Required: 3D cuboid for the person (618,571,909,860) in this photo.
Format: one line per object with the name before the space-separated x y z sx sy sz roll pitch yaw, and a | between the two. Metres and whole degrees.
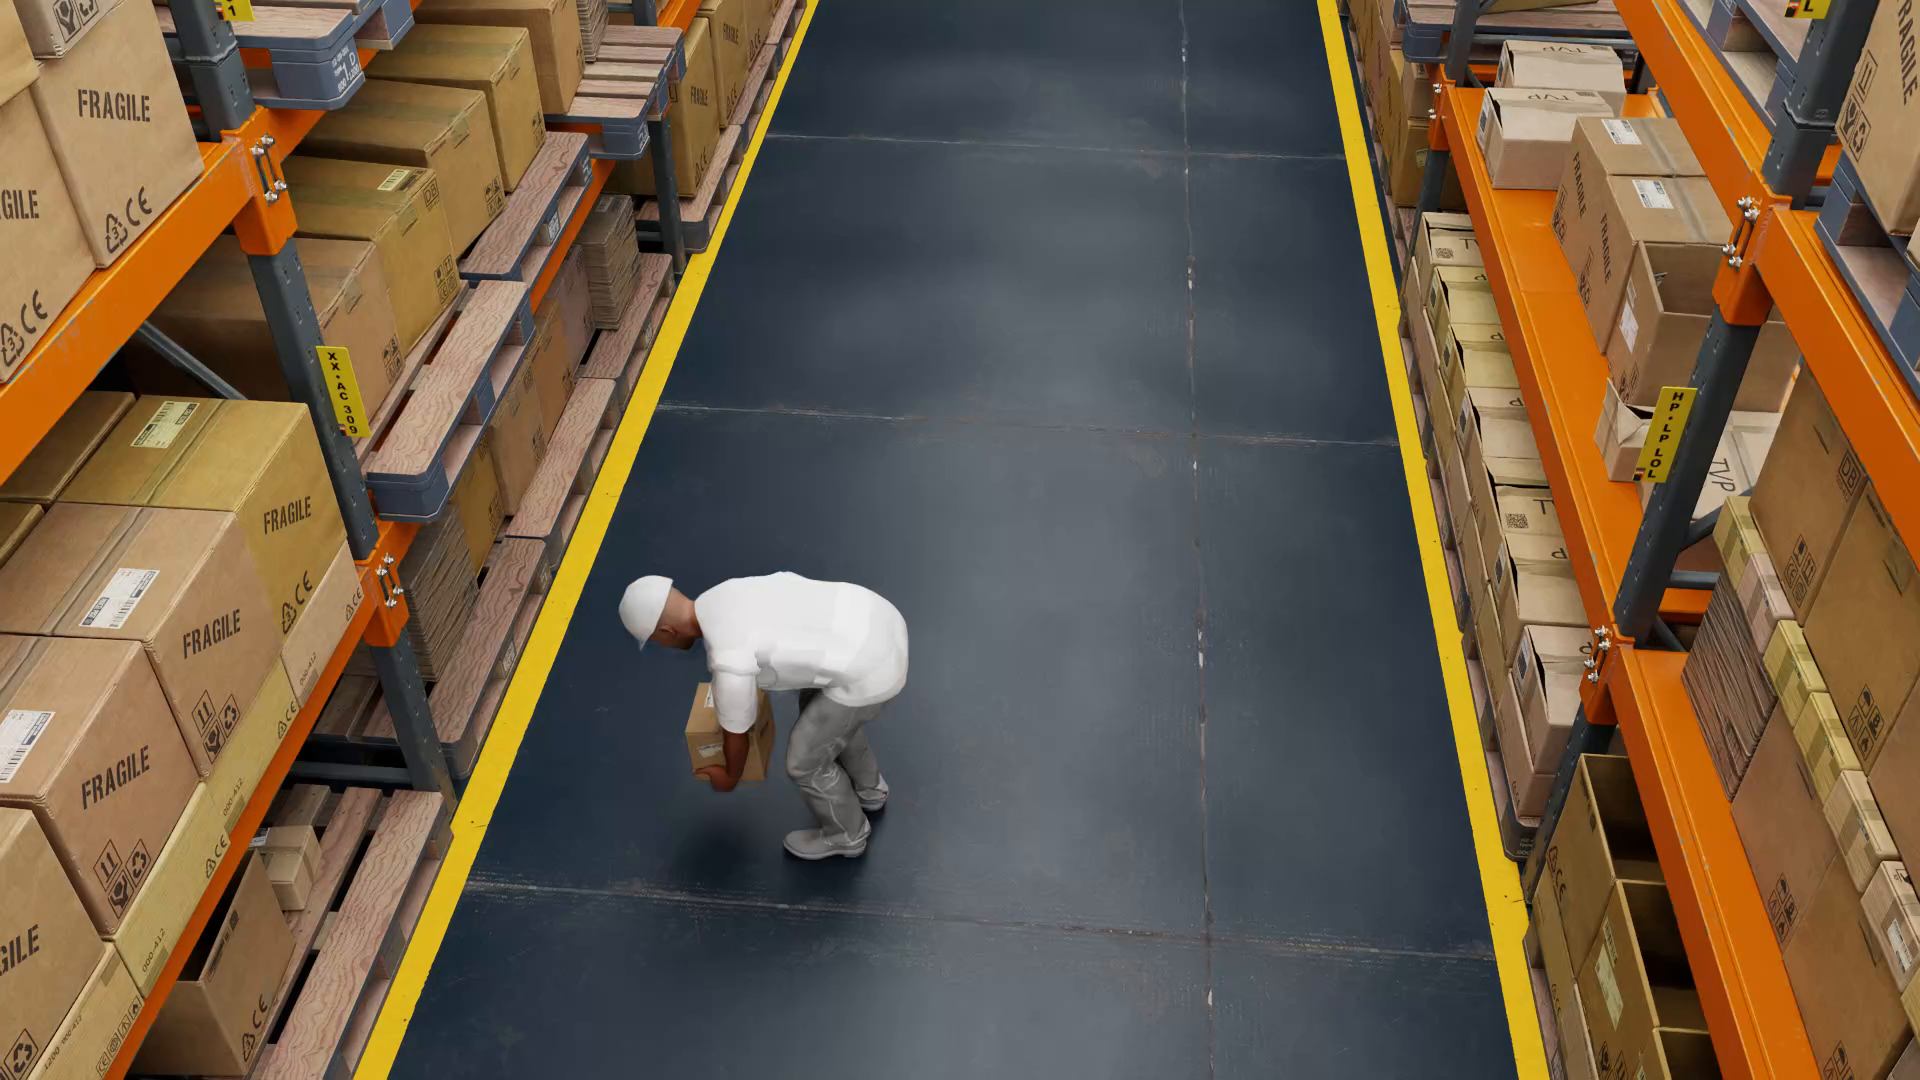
person | -0.658 0.611 5.850 0.967 1.193 0.476 2 40 2
